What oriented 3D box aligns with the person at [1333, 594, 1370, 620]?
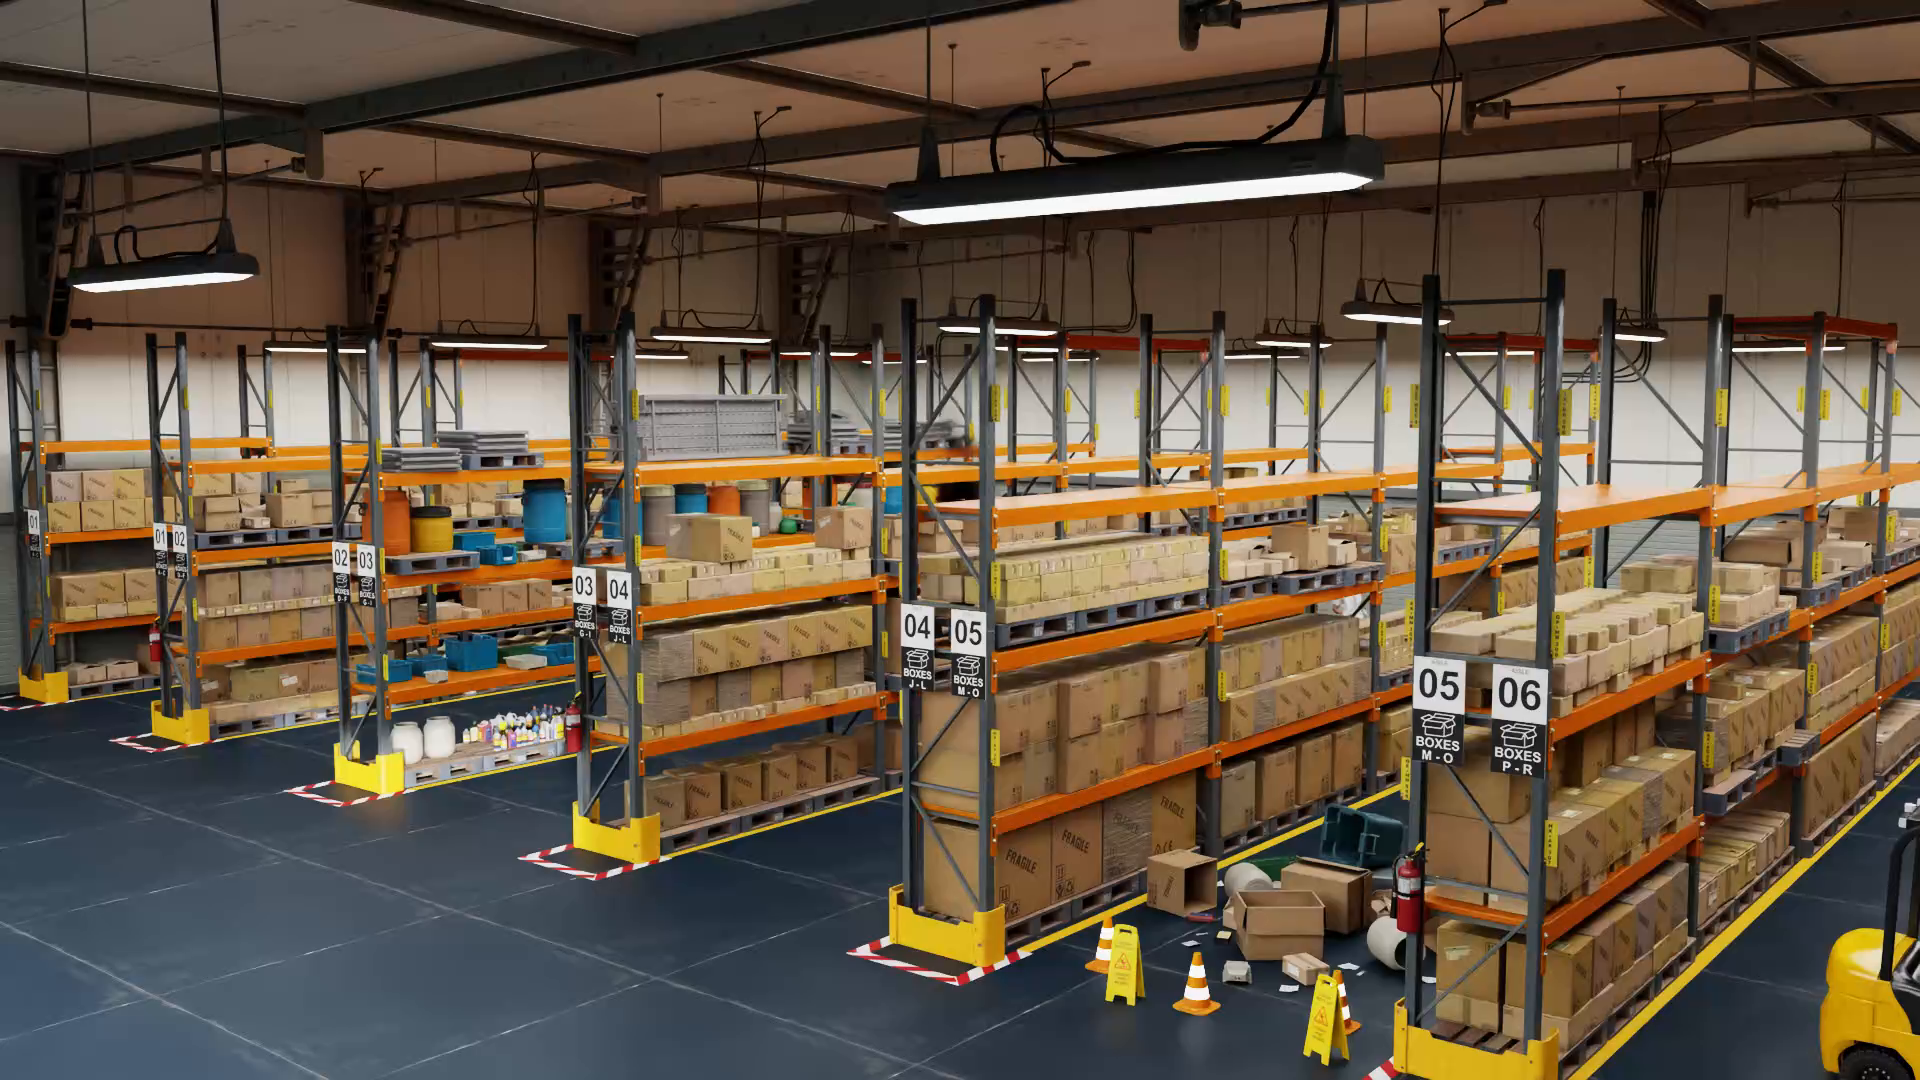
[{"bbox_3d":[7.320,1.513,31.047,0.732,1.758,0.749,-2,5,-19],"label":"person"}]
